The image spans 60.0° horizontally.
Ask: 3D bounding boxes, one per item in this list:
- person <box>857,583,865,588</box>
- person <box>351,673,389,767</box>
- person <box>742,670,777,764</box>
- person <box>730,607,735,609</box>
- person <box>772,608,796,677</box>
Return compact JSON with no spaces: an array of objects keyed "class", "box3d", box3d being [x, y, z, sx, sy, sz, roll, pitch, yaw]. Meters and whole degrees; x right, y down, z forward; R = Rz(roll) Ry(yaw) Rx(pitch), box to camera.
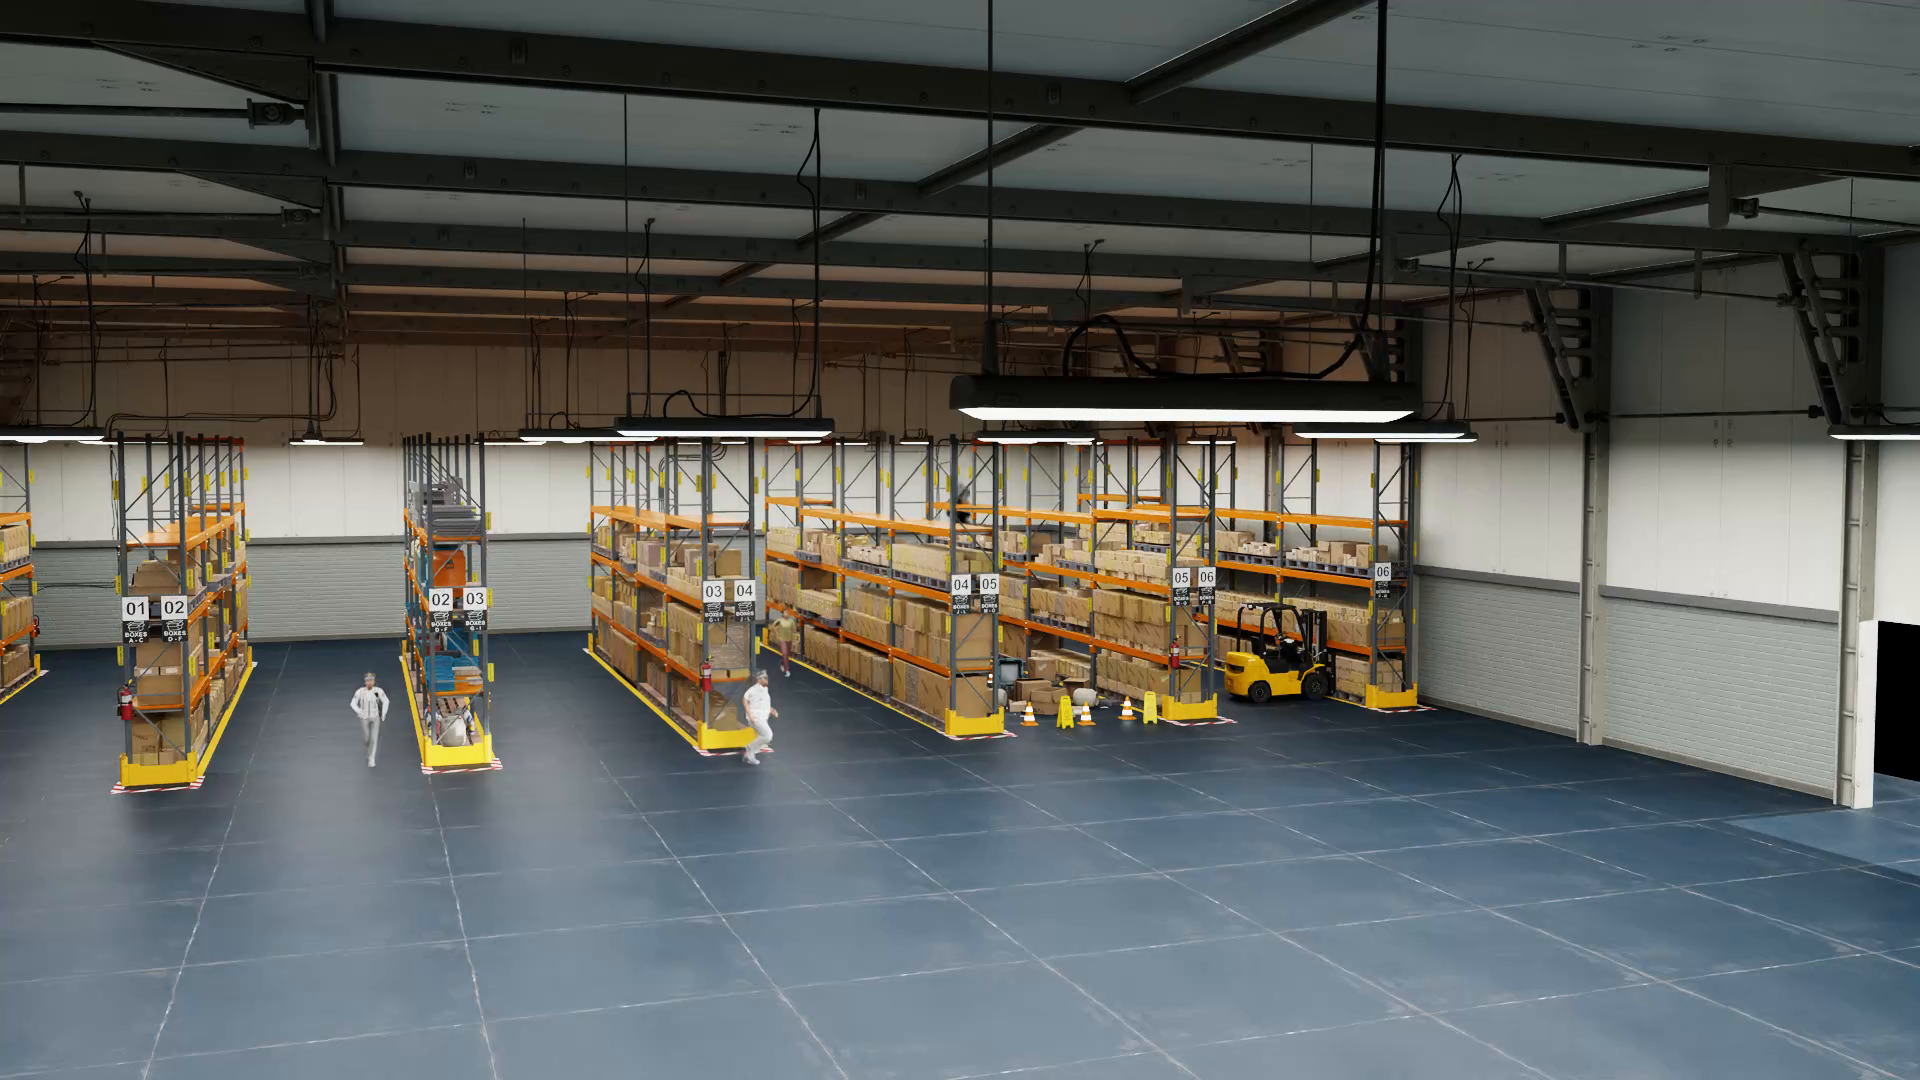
[{"class":"person","box3d":[-3.062,2.110,50.635,0.534,1.601,0.580,-1,3,-22]},{"class":"person","box3d":[-10.690,3.233,30.138,0.658,1.685,0.704,-1,3,-16]},{"class":"person","box3d":[-3.622,3.194,30.056,0.661,1.707,0.602,1,3,13]},{"class":"person","box3d":[-6.753,2.295,47.598,0.626,1.674,0.620,1,3,19]},{"class":"person","box3d":[-4.399,2.554,41.938,0.577,1.683,0.957,-1,3,-23]}]
